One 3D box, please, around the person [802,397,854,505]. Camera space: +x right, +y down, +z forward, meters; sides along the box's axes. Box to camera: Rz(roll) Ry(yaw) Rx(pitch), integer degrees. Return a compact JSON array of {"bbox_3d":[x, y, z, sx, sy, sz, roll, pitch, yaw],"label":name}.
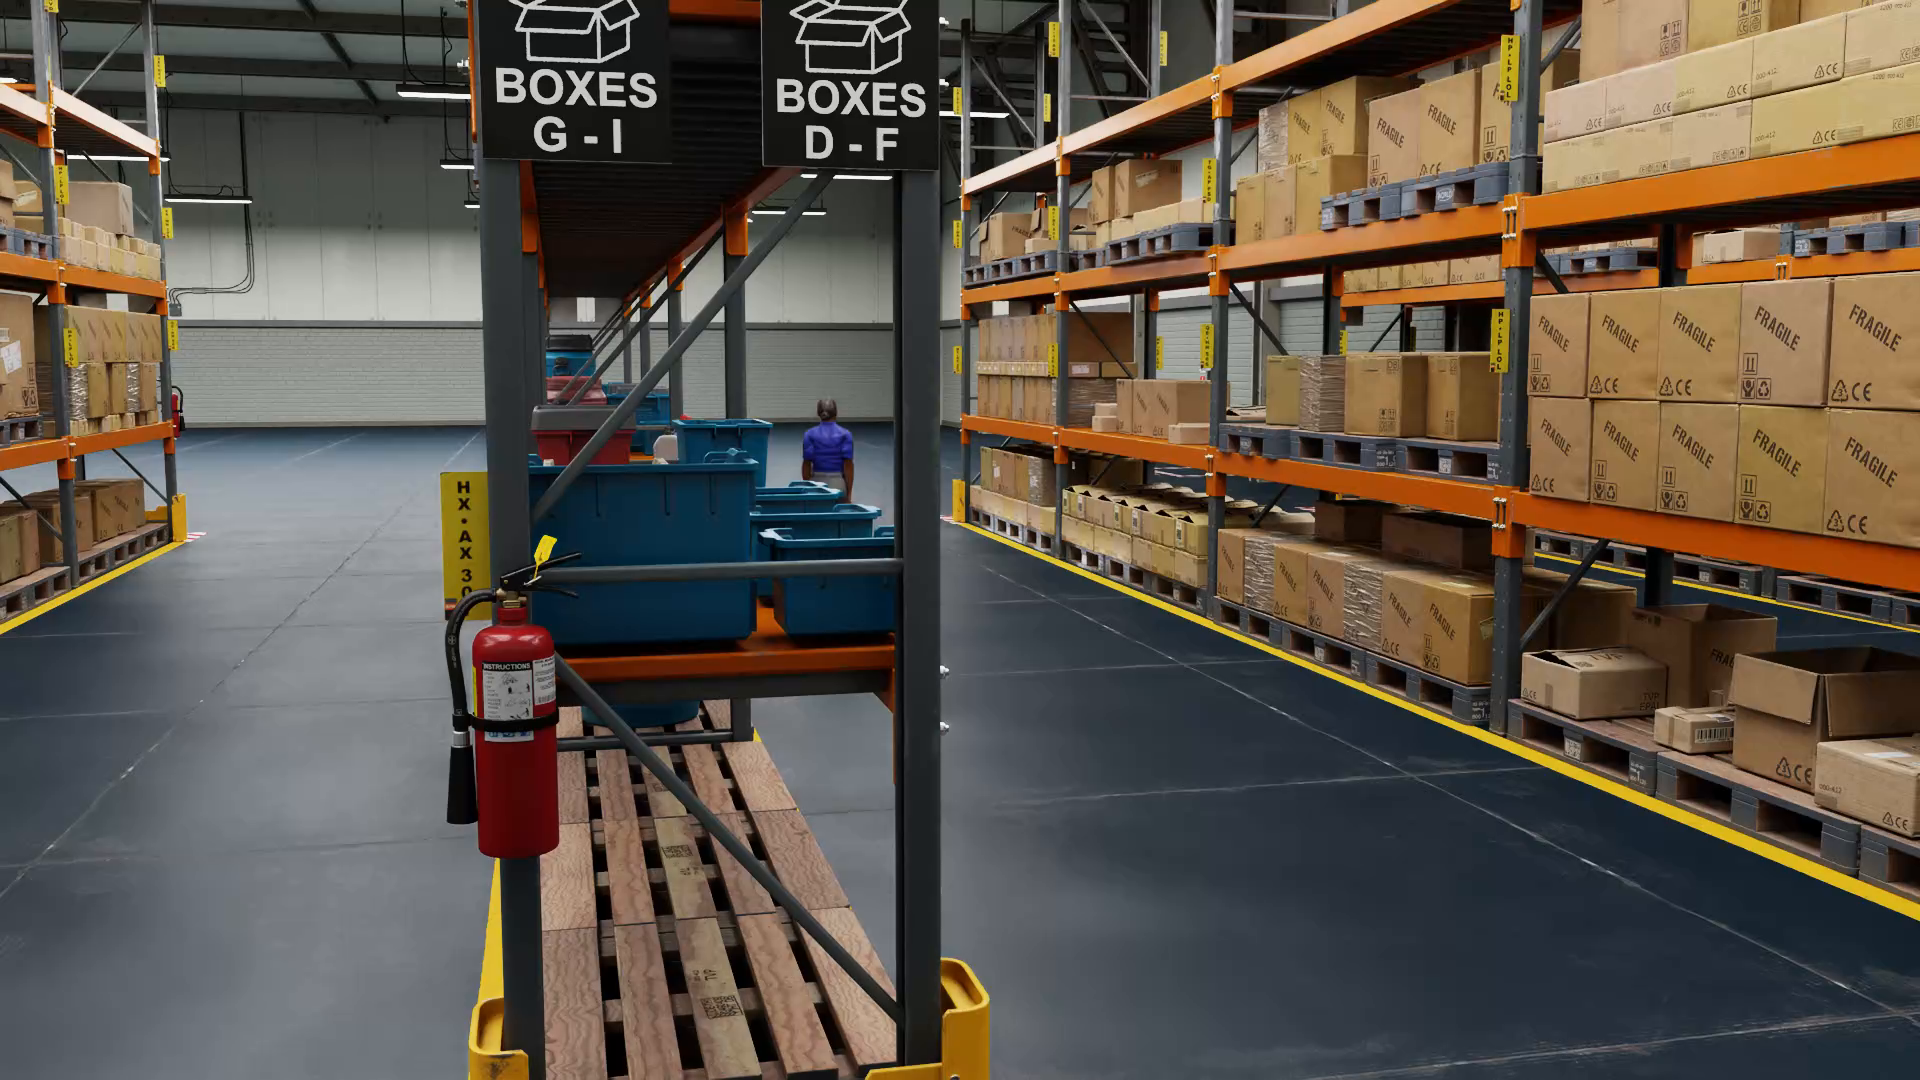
[{"bbox_3d":[-1.130,-0.368,14.238,0.442,1.717,0.577,-1,6,-5],"label":"person"}]
